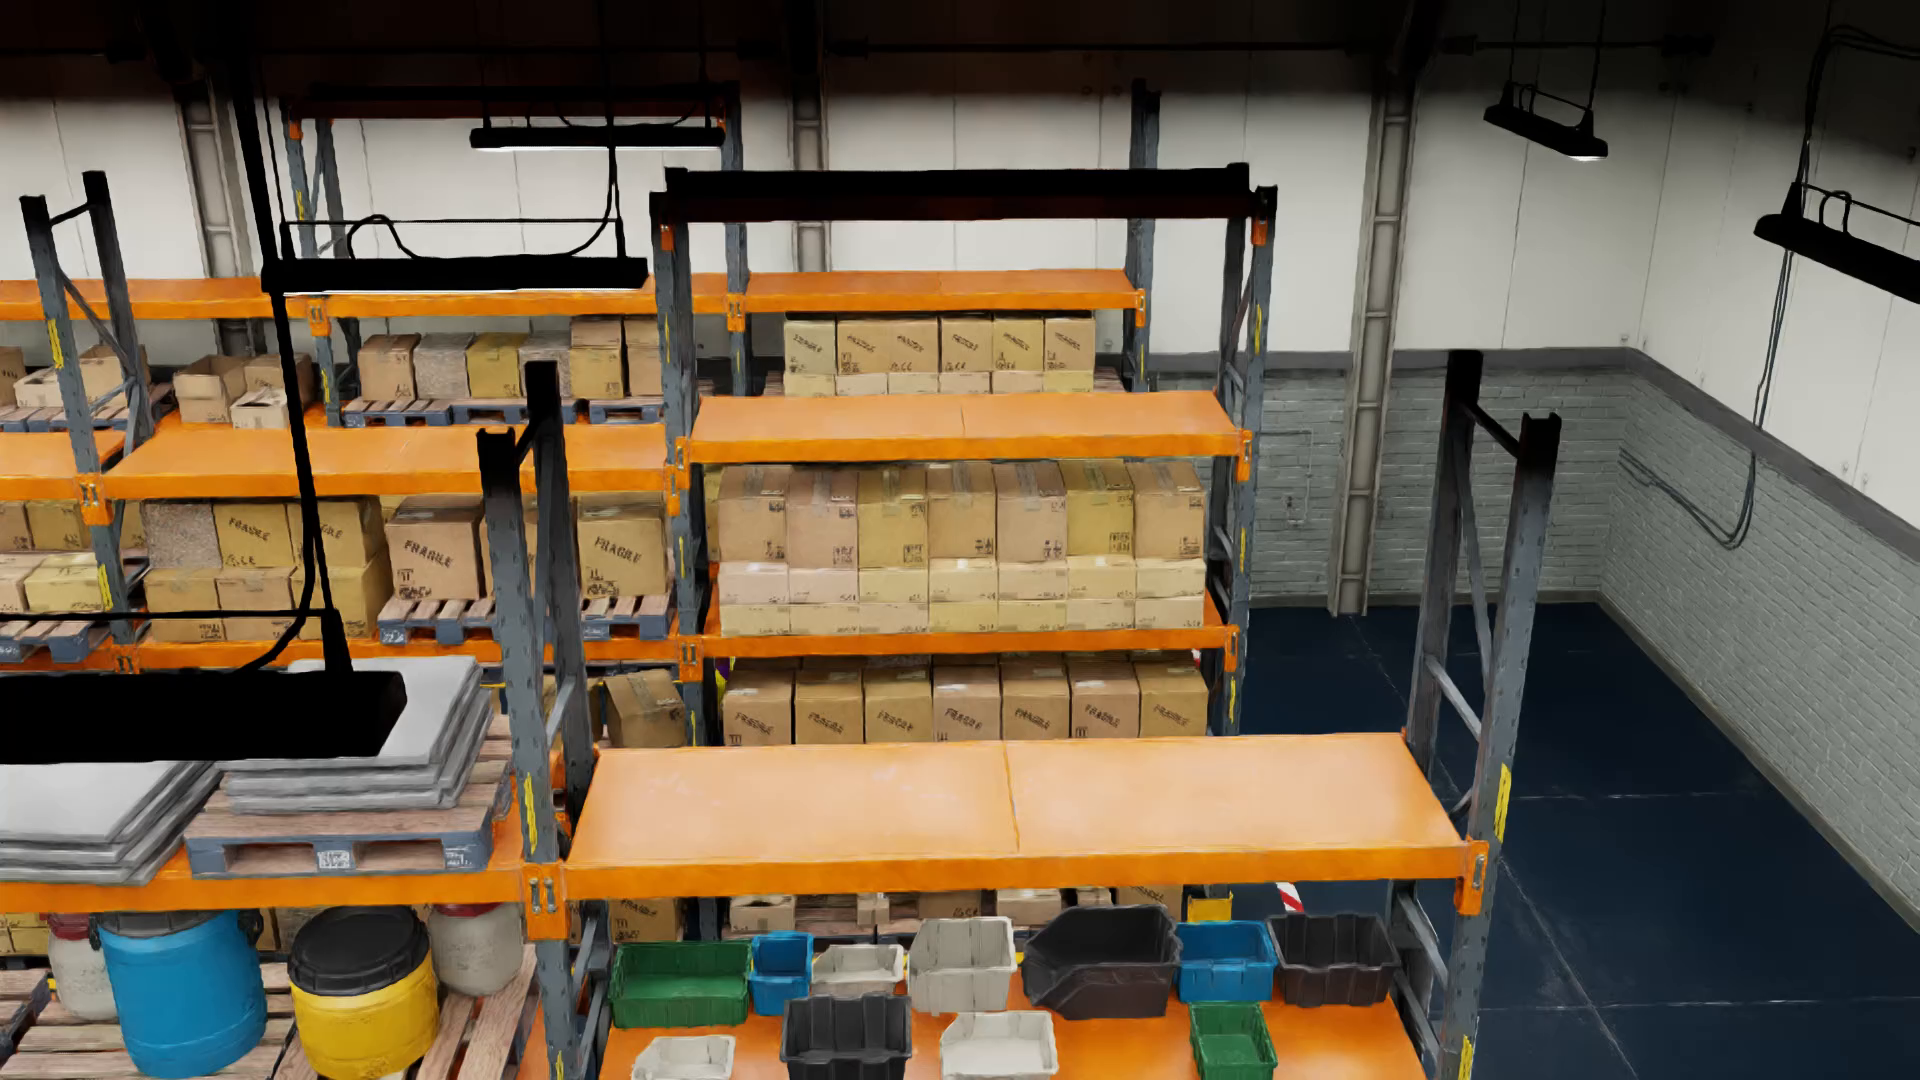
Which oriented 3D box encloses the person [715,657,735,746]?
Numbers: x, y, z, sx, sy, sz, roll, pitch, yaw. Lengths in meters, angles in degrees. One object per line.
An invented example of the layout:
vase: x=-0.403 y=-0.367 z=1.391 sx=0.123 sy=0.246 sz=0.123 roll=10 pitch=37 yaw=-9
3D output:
person: x=-2.094 y=1.573 z=14.884 sx=0.632 sy=1.768 sz=0.453 roll=-13 pitch=25 yaw=-29
